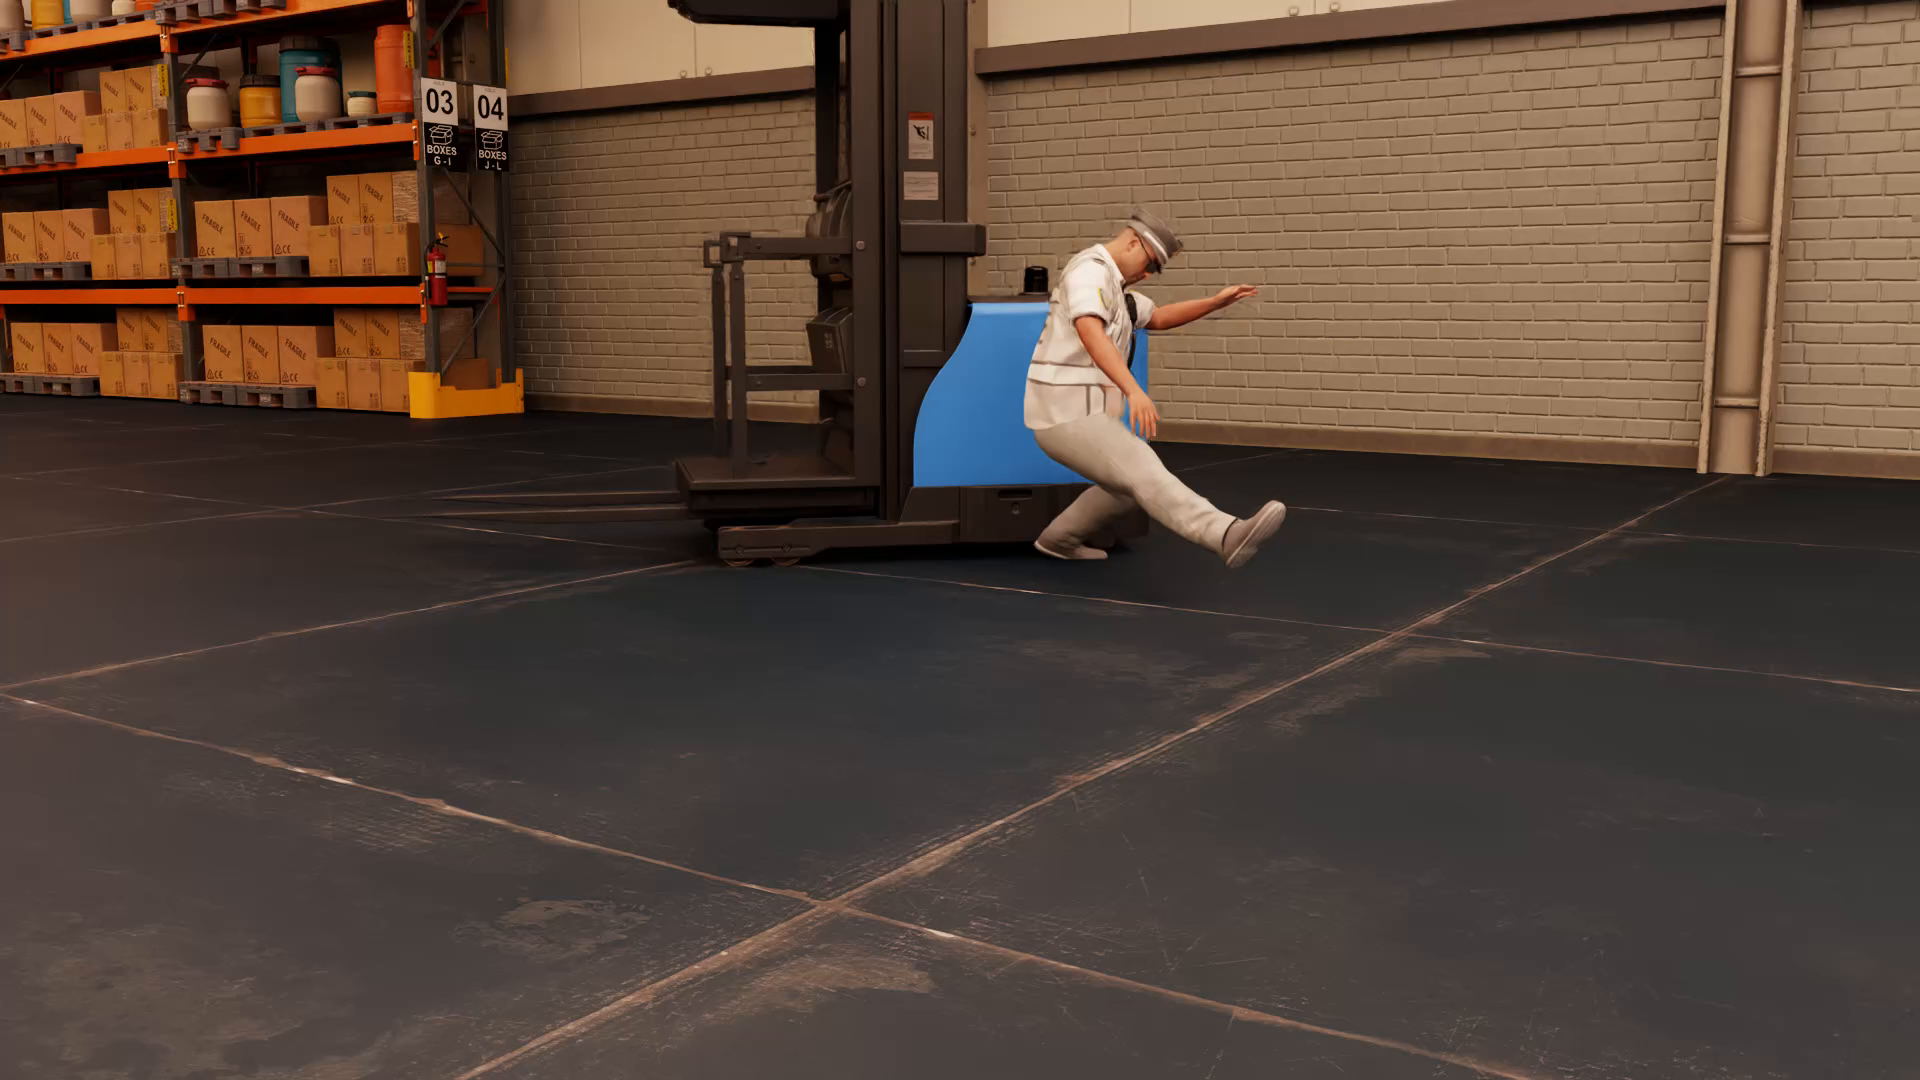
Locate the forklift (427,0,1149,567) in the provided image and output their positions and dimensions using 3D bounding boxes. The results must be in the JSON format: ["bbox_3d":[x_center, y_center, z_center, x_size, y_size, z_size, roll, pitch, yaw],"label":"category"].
[{"bbox_3d":[-0.747,-1.421,7.185,3.031,2.935,1.130,-2,8,-12],"label":"forklift"}]

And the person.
[{"bbox_3d":[0.740,-0.529,6.393,1.179,1.478,1.104,3,9,19],"label":"person"}]
